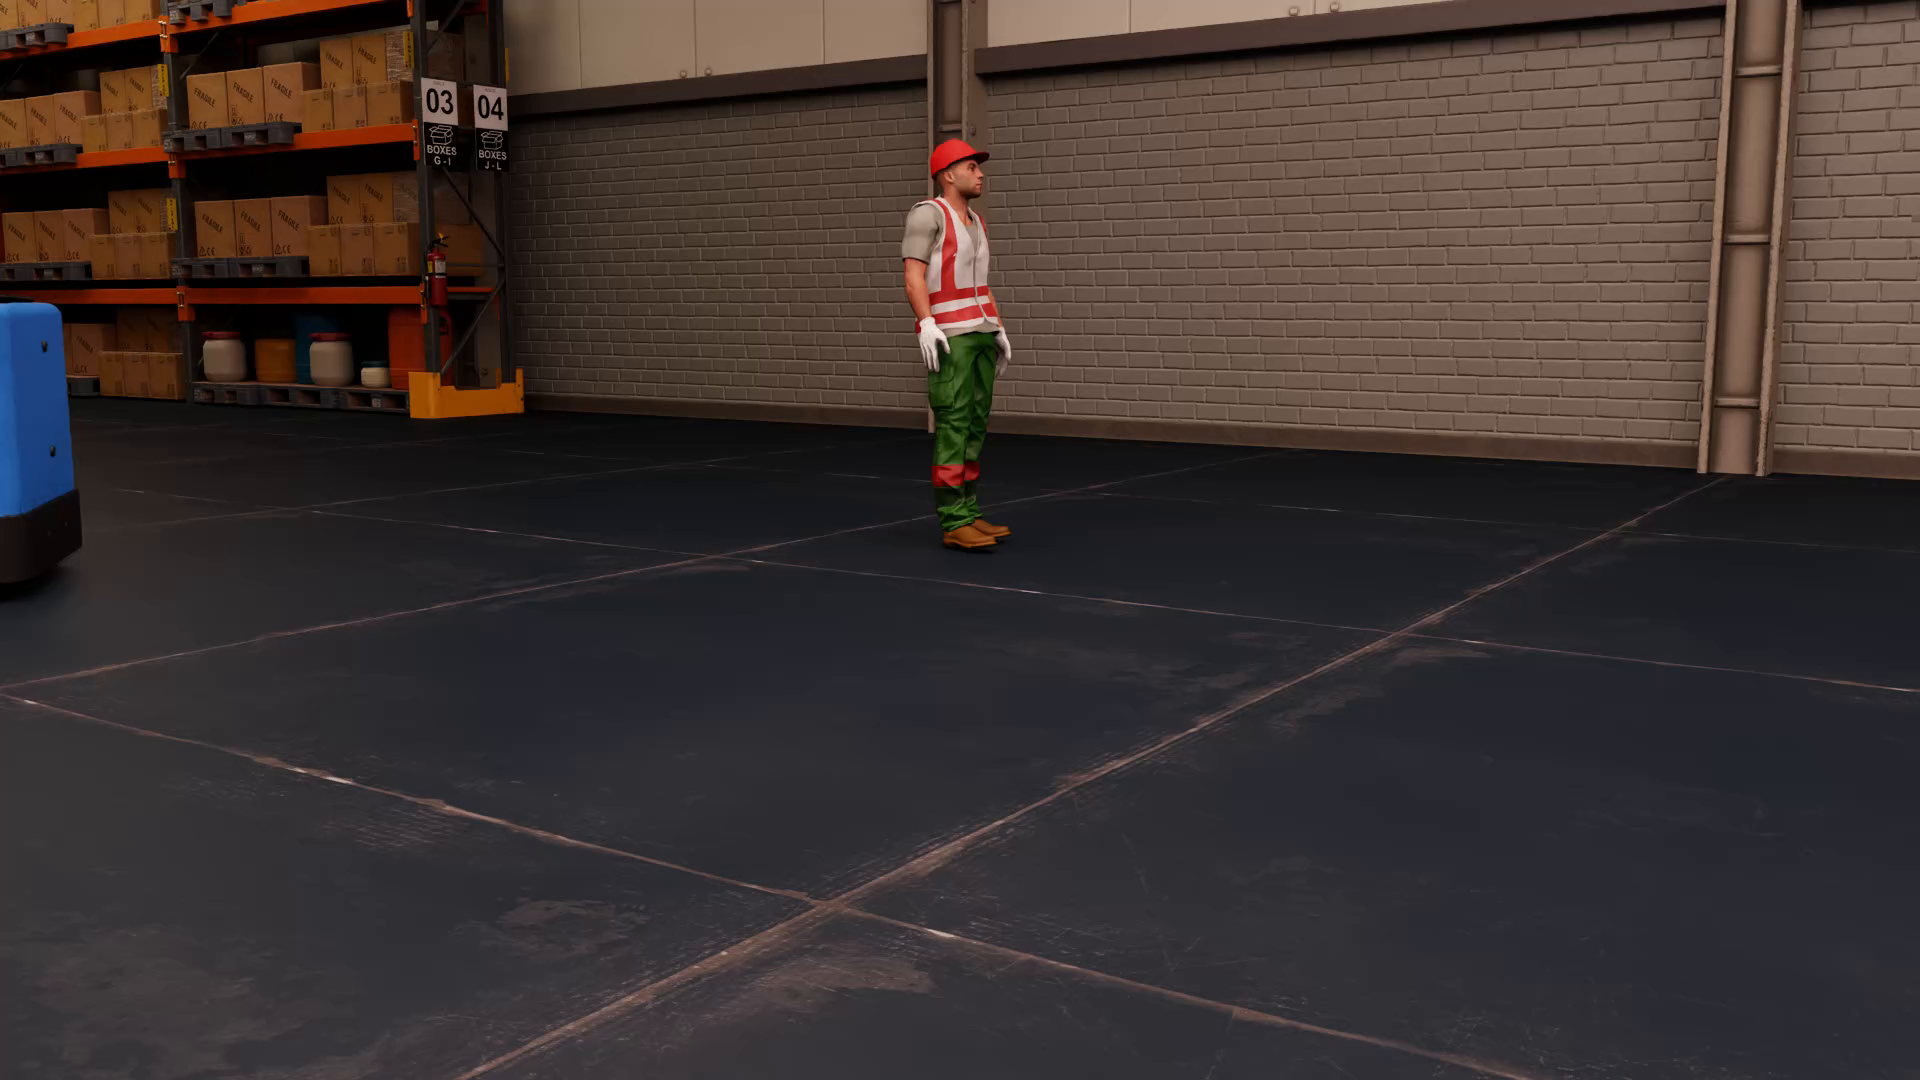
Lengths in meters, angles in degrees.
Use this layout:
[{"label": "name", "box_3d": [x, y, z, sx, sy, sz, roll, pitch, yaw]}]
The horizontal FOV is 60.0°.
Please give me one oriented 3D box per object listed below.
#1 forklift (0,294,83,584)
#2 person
[{"label": "forklift", "box_3d": [-4.970, -1.234, 5.870, 3.031, 2.935, 1.130, -2, 8, -17]}, {"label": "person", "box_3d": [0.060, -0.885, 7.422, 0.562, 1.790, 0.637, 5, 10, 34]}]
